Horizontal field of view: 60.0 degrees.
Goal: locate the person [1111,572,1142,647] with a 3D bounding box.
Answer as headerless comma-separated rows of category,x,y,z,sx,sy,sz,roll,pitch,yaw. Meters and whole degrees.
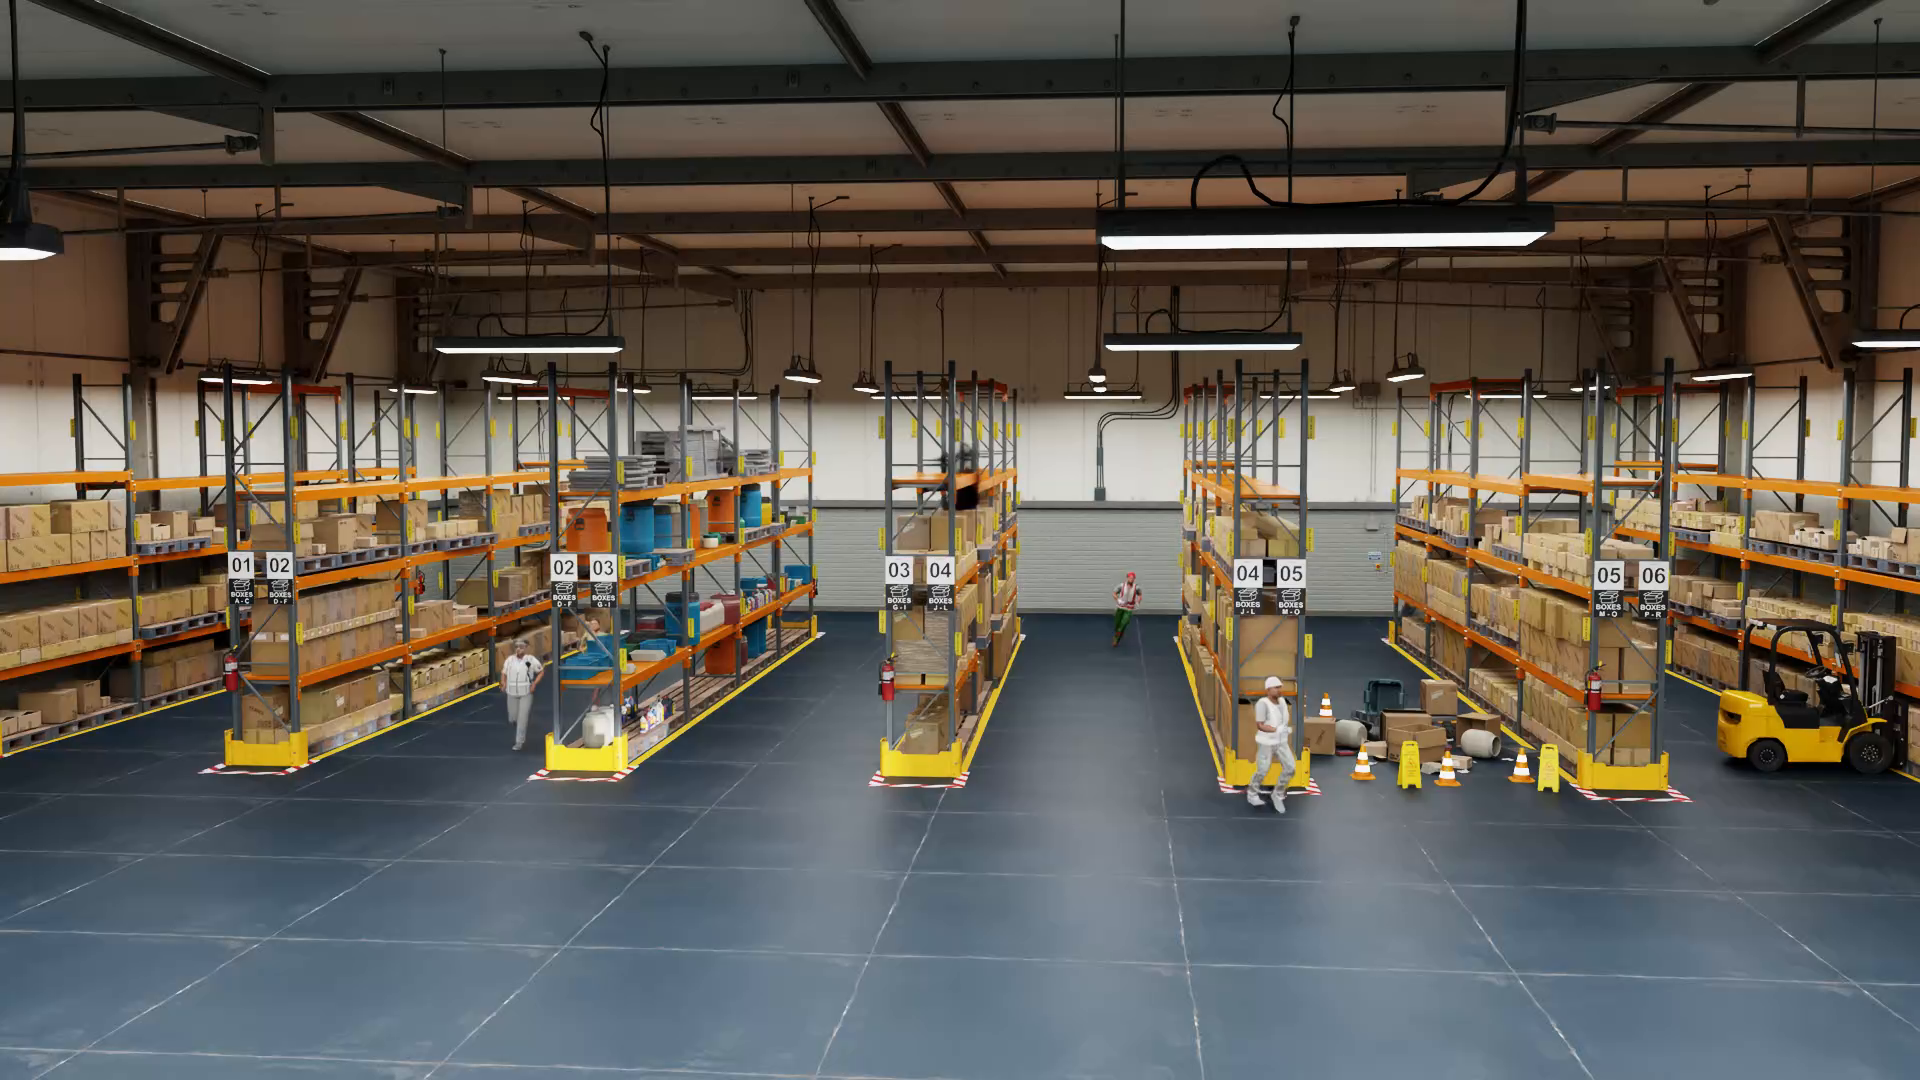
person,3.883,1.592,38.724,0.679,1.721,0.960,1,4,9

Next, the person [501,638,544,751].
person,-6.915,2.404,26.240,0.663,1.746,0.798,0,4,-1

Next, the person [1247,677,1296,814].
person,4.108,2.684,21.771,0.657,1.806,0.819,-2,4,-33

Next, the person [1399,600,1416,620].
person,10.938,1.519,40.418,0.538,1.660,0.774,2,4,31

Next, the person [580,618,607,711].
person,-6.580,2.223,30.010,0.565,1.645,0.755,0,4,-5
